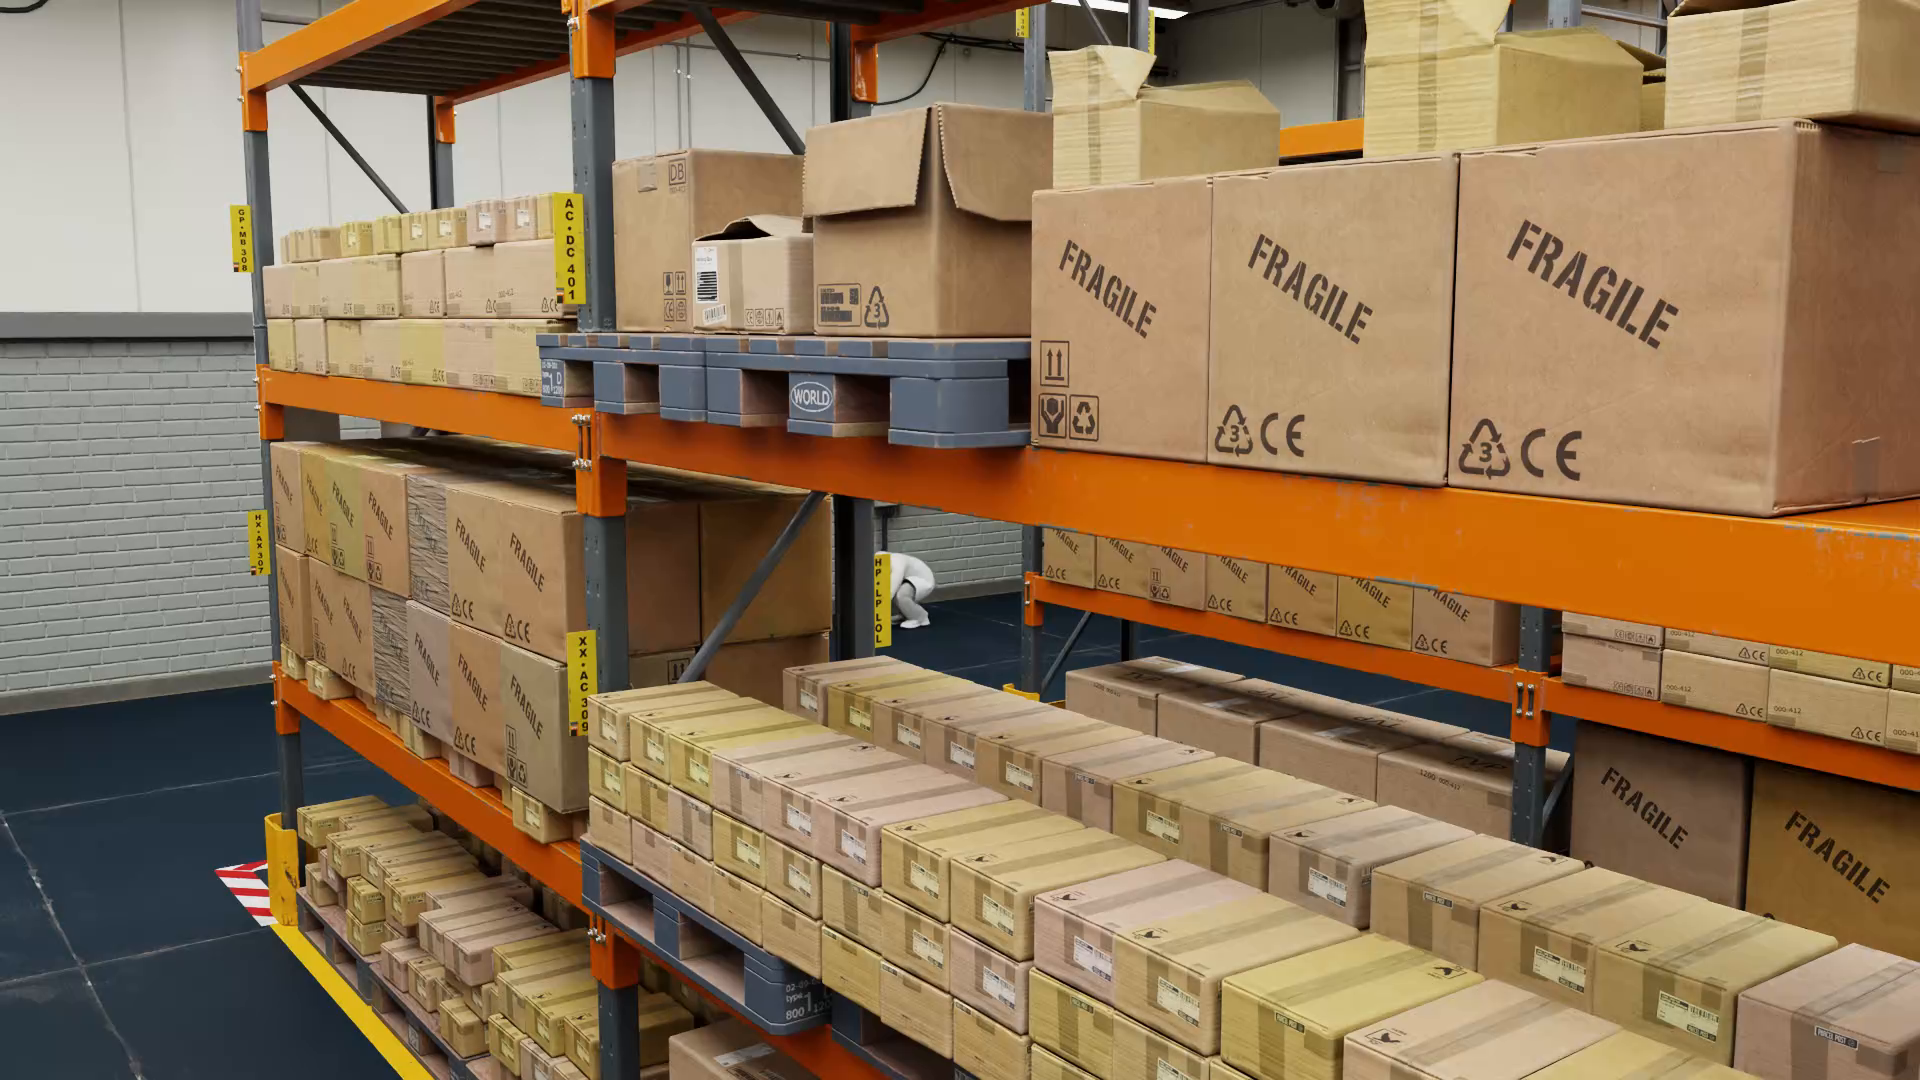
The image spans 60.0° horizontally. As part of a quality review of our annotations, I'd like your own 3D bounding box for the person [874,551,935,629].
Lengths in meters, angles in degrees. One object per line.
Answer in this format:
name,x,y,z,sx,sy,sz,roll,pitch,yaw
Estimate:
person,-0.664,0.513,16.514,0.922,0.883,0.581,-6,10,-37
